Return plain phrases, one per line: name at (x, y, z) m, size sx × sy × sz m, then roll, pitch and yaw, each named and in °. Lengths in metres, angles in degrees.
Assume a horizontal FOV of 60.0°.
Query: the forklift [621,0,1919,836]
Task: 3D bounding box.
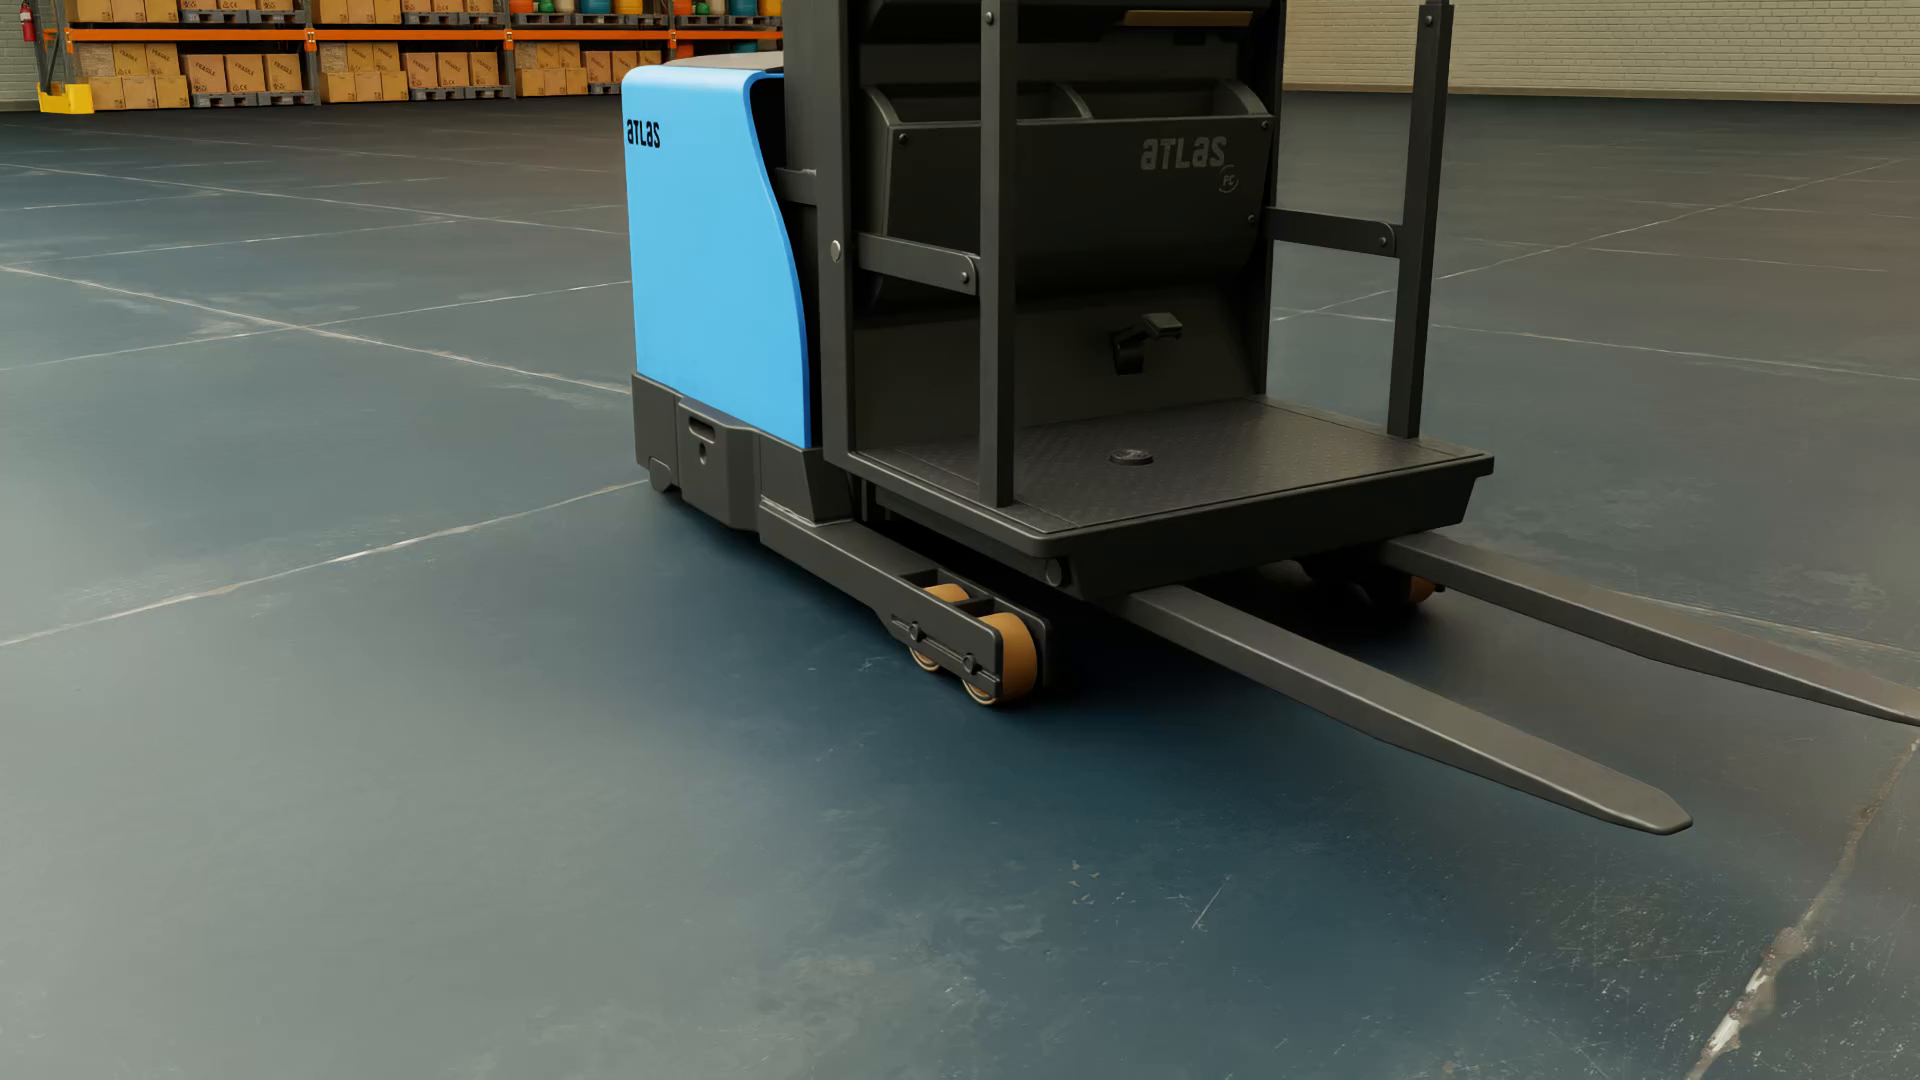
forklift at (0.345, -1.261, 3.050) m, size 1.130 × 2.935 × 3.031 m, roll -10°, pitch 20°, yaw -30°
